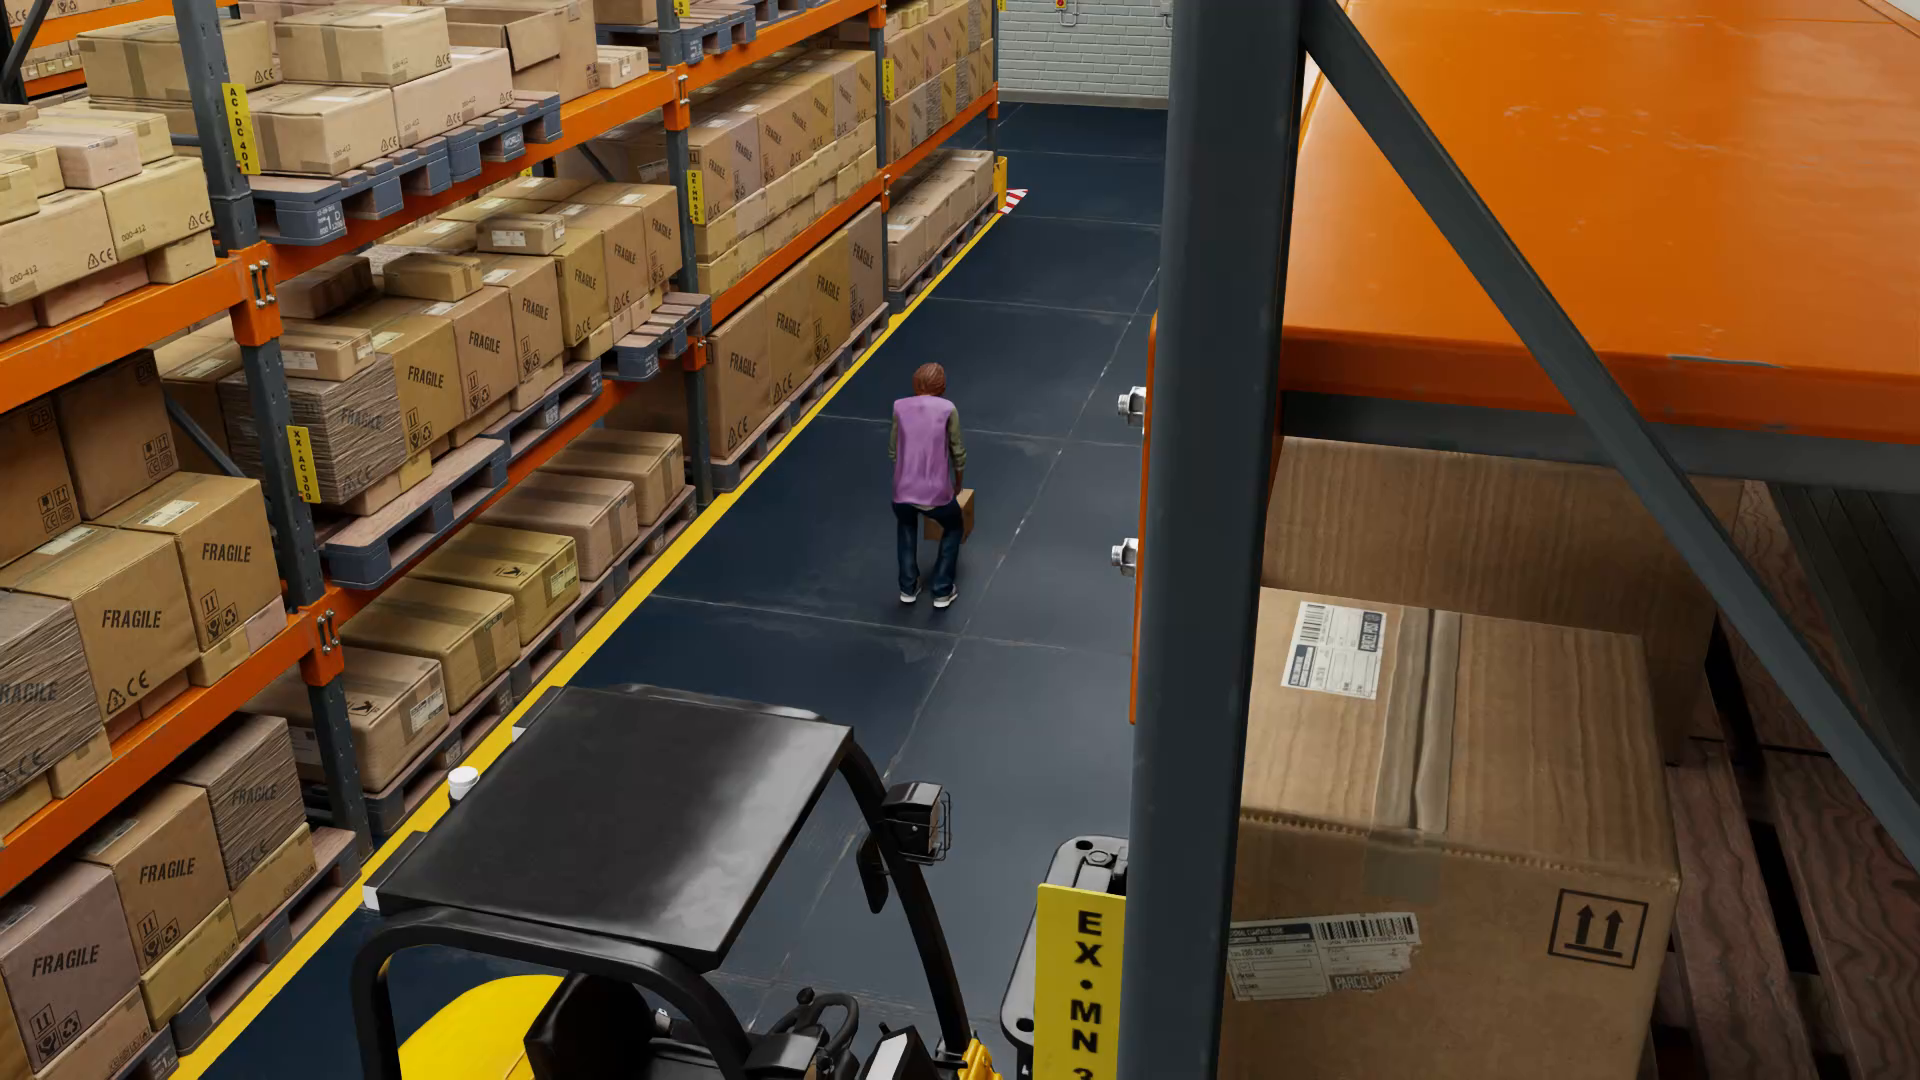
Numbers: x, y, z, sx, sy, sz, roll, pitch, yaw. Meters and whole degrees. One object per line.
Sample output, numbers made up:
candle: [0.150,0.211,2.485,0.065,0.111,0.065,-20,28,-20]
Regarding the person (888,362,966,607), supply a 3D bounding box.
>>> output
person: [-0.211,-0.289,9.505,0.460,1.361,0.601,7,26,13]
